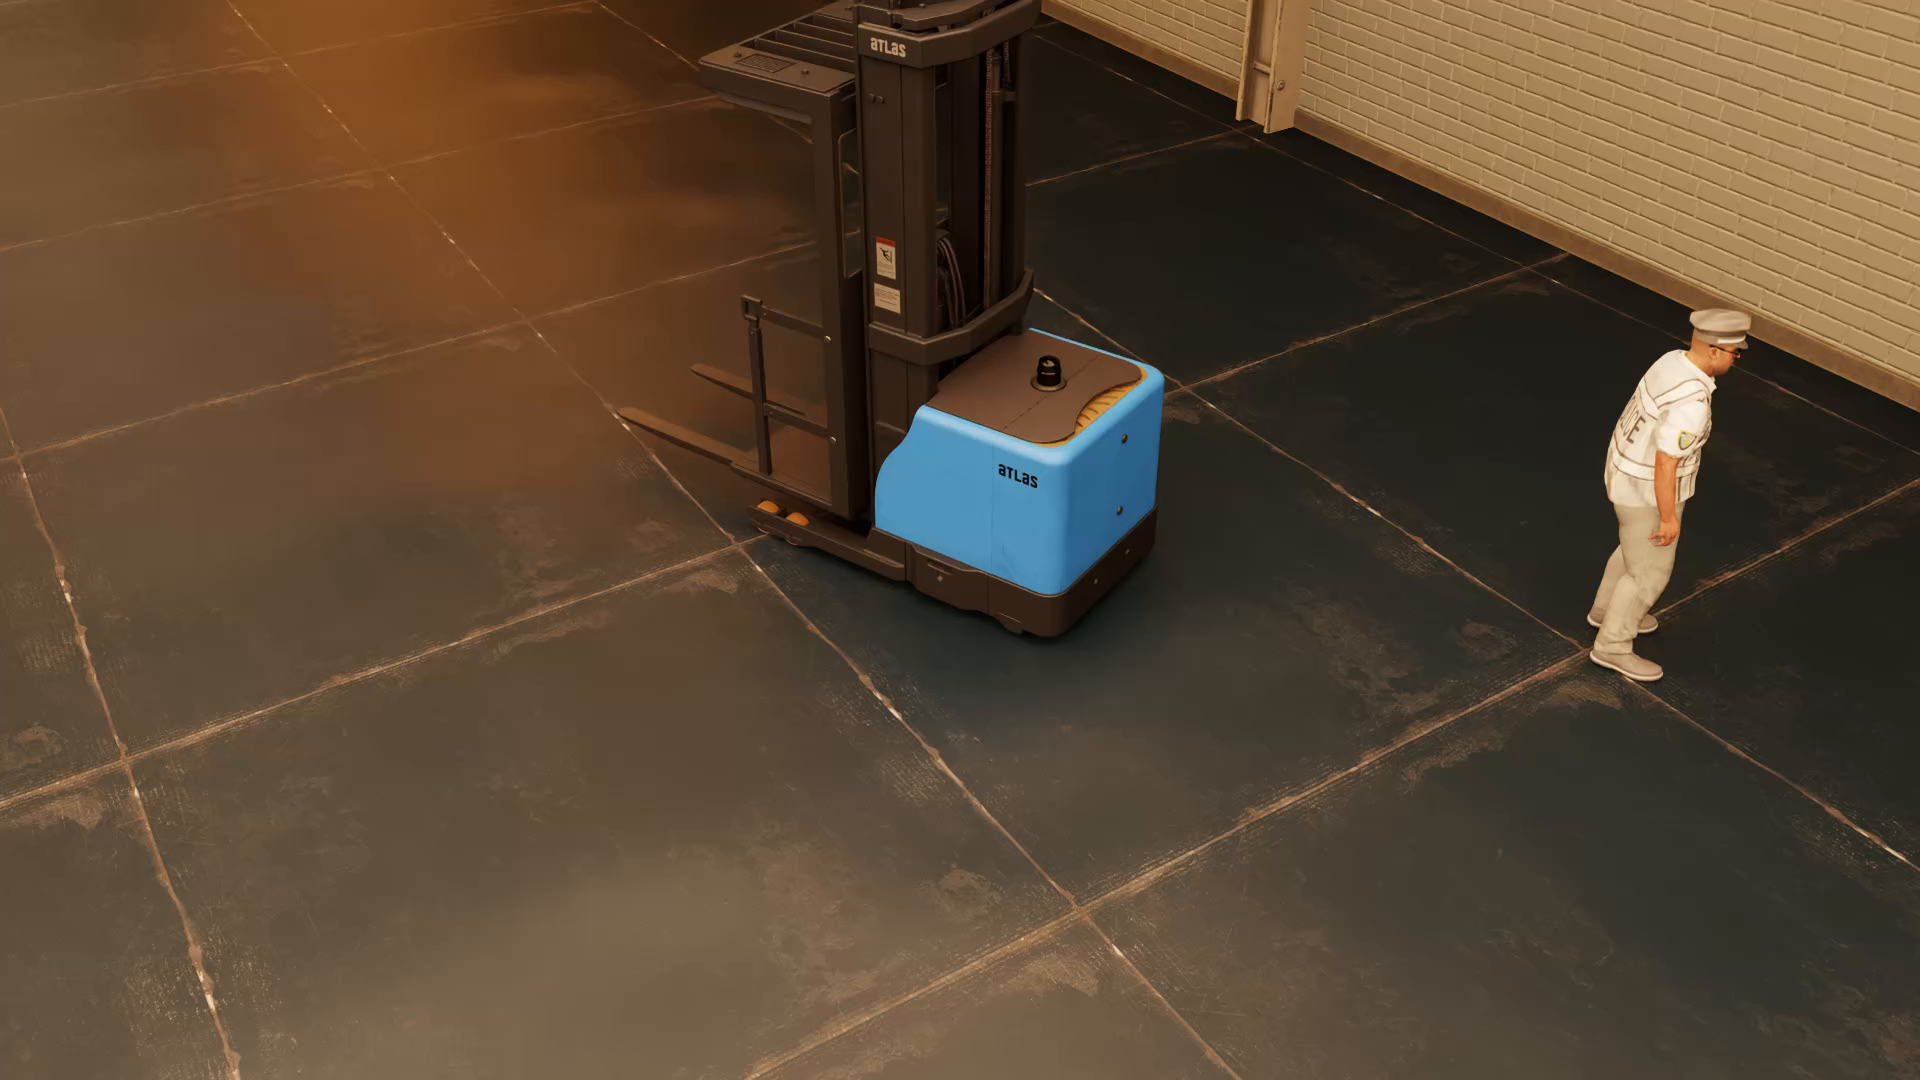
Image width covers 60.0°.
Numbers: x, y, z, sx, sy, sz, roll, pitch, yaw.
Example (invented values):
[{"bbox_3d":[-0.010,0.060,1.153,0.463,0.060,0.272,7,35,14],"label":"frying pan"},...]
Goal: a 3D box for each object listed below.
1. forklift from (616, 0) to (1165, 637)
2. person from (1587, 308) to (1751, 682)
[{"bbox_3d":[-0.500,-1.399,8.138,3.031,2.935,1.130,22,41,28],"label":"forklift"},{"bbox_3d":[3.135,-0.232,7.507,0.443,1.746,0.595,8,36,11],"label":"person"}]
